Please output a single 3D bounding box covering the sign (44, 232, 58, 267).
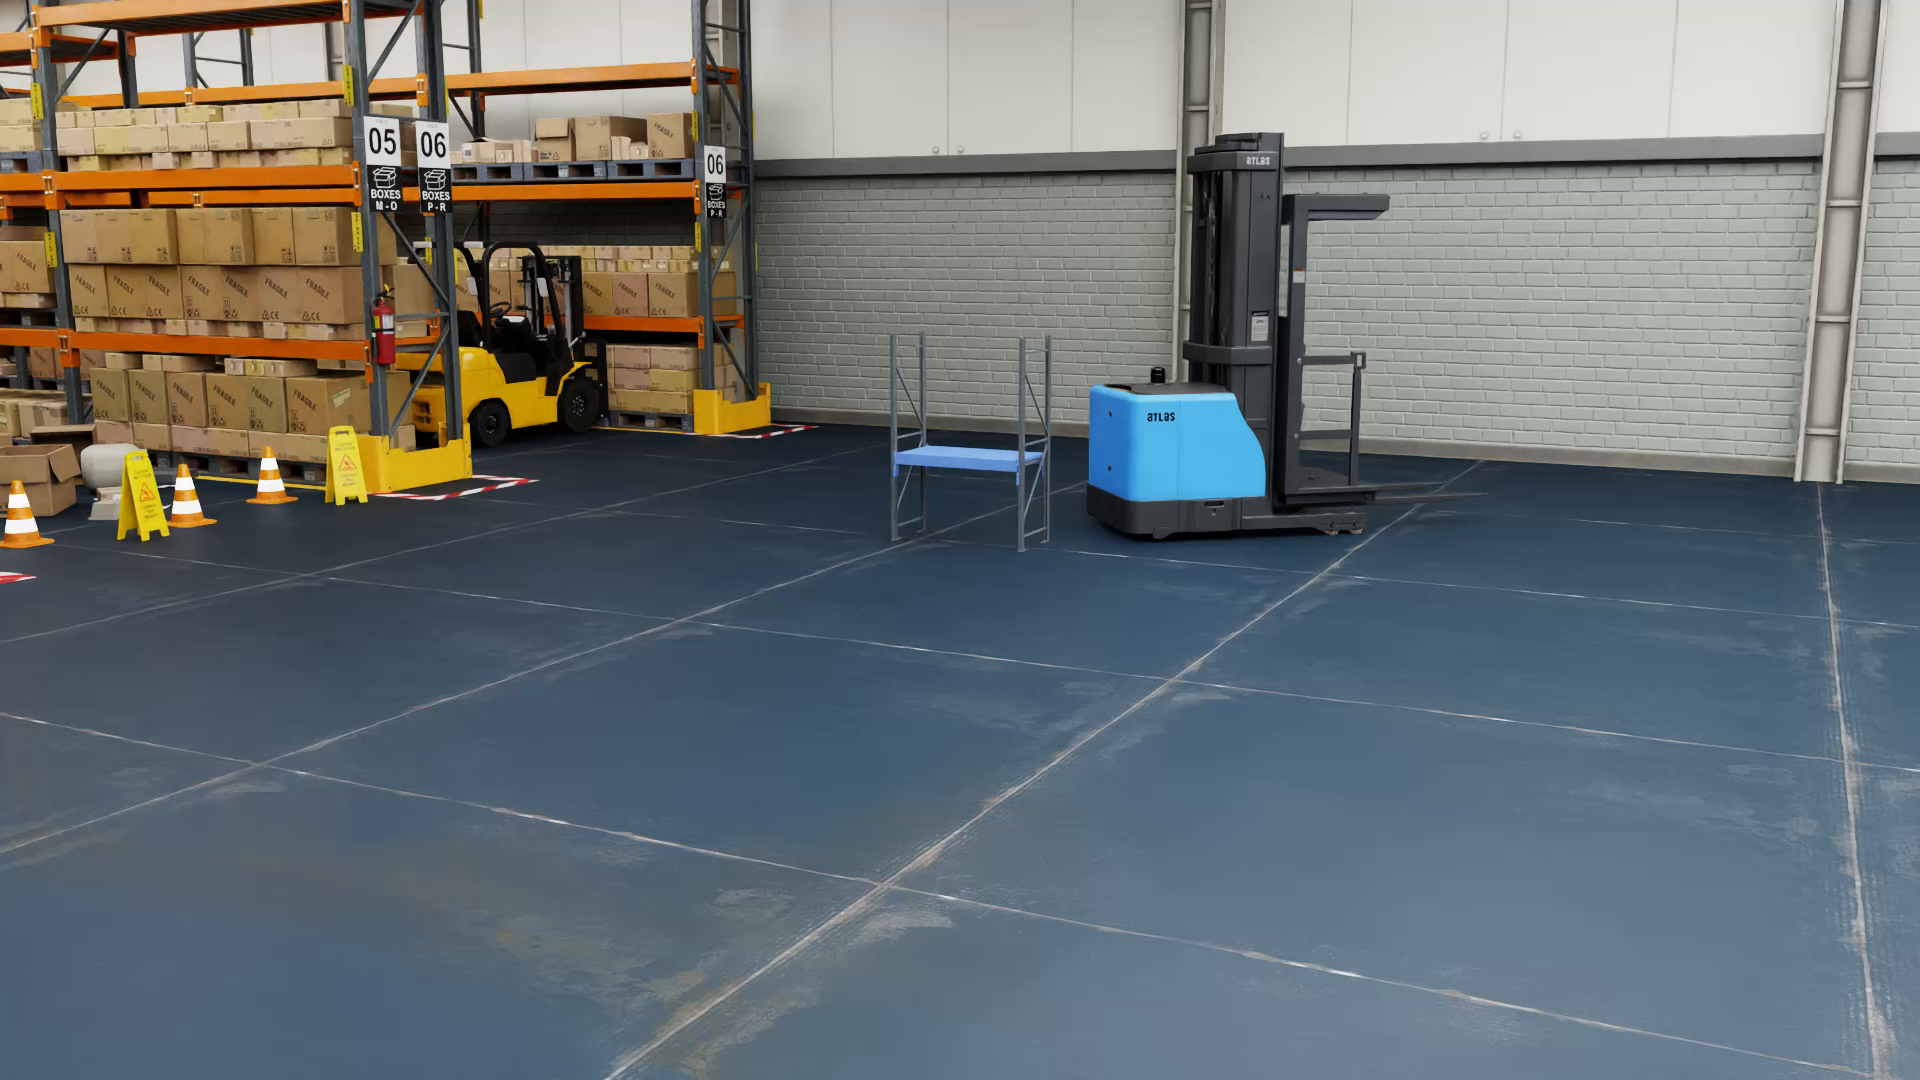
[{"bbox_3d":[-8.685,-2.774,15.886,0.005,0.325,0.100,5,11,26],"label":"sign"}]

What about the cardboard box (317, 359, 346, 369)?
[{"bbox_3d":[-8.090,-2.285,21.924,0.625,0.625,0.875,5,11,23],"label":"cardboard box"}]

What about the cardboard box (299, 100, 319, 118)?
[{"bbox_3d":[-5.504,-3.729,14.456,0.250,0.149,0.380,5,12,27],"label":"cardboard box"}]

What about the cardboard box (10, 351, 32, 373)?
[{"bbox_3d":[-13.912,-2.690,25.044,0.500,0.311,0.500,5,12,28],"label":"cardboard box"}]

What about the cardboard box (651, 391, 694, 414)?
[{"bbox_3d":[-3.224,-1.612,19.254,0.500,0.250,0.500,5,11,26],"label":"cardboard box"}]

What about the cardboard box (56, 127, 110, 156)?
[{"bbox_3d":[-8.169,-3.764,15.767,0.500,0.250,0.500,5,11,25],"label":"cardboard box"}]

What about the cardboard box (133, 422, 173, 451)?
[{"bbox_3d":[-7.549,-1.017,15.971,0.500,0.250,0.500,6,12,29],"label":"cardboard box"}]

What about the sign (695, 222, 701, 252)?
[{"bbox_3d":[-2.915,-3.372,18.524,0.005,0.325,0.100,5,11,26],"label":"sign"}]

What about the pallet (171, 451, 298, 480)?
[{"bbox_3d":[-6.727,-0.778,15.938,1.213,0.211,1.003,5,11,26],"label":"pallet"}]

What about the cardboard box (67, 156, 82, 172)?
[{"bbox_3d":[-8.270,-3.582,15.880,0.250,0.149,0.380,5,11,25],"label":"cardboard box"}]

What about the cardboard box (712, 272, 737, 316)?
[{"bbox_3d":[-2.984,-2.904,19.573,0.500,0.500,0.500,5,12,28],"label":"cardboard box"}]

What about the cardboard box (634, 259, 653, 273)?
[{"bbox_3d":[-3.545,-3.168,19.210,0.250,0.149,0.380,5,12,27],"label":"cardboard box"}]

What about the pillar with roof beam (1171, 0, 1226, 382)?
[{"bbox_3d":[0.588,-4.762,13.274,0.400,9.000,9.100,5,11,26],"label":"pillar with roof beam"}]

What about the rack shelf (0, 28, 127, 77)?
[{"bbox_3d":[-10.236,-4.852,16.917,4.000,0.370,1.077,5,11,26],"label":"rack shelf"}]

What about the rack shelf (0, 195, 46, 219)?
[{"bbox_3d":[-15.218,-4.997,25.013,4.000,0.370,1.077,5,11,26],"label":"rack shelf"}]

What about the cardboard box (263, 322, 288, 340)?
[{"bbox_3d":[-6.027,-1.891,14.964,0.250,0.149,0.380,5,12,27],"label":"cardboard box"}]

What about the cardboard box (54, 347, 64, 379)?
[{"bbox_3d":[-12.608,-2.579,23.899,0.500,0.500,0.500,5,11,25],"label":"cardboard box"}]

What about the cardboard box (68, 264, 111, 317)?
[{"bbox_3d":[-8.171,-2.410,16.008,0.500,0.500,0.500,5,11,26],"label":"cardboard box"}]

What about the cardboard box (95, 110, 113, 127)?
[{"bbox_3d":[-7.826,-3.923,15.529,0.250,0.149,0.380,5,11,24],"label":"cardboard box"}]

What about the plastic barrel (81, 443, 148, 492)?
[{"bbox_3d":[-7.378,-0.632,14.532,0.512,0.421,0.421,-4,11,-23],"label":"plastic barrel"}]

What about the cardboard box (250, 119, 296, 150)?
[{"bbox_3d":[-5.878,-3.566,14.676,0.500,0.250,0.500,5,11,25],"label":"cardboard box"}]

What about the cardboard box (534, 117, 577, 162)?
[{"bbox_3d":[-4.549,-4.699,19.599,0.637,0.503,0.797,5,12,28],"label":"cardboard box"}]

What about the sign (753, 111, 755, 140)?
[{"bbox_3d":[-2.412,-4.805,19.256,0.005,0.325,0.100,5,11,26],"label":"sign"}]

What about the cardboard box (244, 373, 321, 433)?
[{"bbox_3d":[-6.159,-1.263,15.223,0.500,0.500,0.500,6,12,28],"label":"cardboard box"}]

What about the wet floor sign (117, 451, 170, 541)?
[{"bbox_3d":[-6.053,-0.335,12.271,0.232,0.644,0.267,3,11,16],"label":"wet floor sign"}]

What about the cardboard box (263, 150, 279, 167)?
[{"bbox_3d":[-5.958,-3.386,14.797,0.250,0.149,0.380,5,11,26],"label":"cardboard box"}]

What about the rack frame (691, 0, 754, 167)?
[{"bbox_3d":[-2.663,-5.724,18.587,0.127,3.000,1.000,5,11,26],"label":"rack frame"}]

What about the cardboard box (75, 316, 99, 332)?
[{"bbox_3d":[-8.302,-2.094,16.083,0.250,0.149,0.380,5,11,26],"label":"cardboard box"}]

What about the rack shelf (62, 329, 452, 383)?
[{"bbox_3d":[-6.649,-1.782,15.674,4.000,0.370,1.077,5,11,26],"label":"rack shelf"}]

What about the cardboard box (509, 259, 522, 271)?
[{"bbox_3d":[-5.178,-3.300,19.936,0.250,0.149,0.380,5,11,25],"label":"cardboard box"}]

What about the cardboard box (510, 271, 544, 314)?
[{"bbox_3d":[-5.038,-2.981,19.998,0.500,0.500,0.500,5,11,25],"label":"cardboard box"}]

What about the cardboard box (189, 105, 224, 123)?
[{"bbox_3d":[-6.680,-3.818,14.948,0.250,0.149,0.380,5,12,27],"label":"cardboard box"}]

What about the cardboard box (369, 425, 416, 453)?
[{"bbox_3d":[-5.457,-0.940,15.542,0.500,0.250,0.500,5,11,25],"label":"cardboard box"}]

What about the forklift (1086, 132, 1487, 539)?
[{"bbox_3d":[2.560,-1.568,12.664,3.031,2.935,1.130,-3,11,-14],"label":"forklift"}]

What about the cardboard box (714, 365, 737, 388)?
[{"bbox_3d":[-2.992,-1.941,19.672,0.500,0.250,0.500,5,12,27],"label":"cardboard box"}]

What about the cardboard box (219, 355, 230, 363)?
[{"bbox_3d":[-10.311,-2.378,22.784,0.500,0.500,0.500,5,12,27],"label":"cardboard box"}]

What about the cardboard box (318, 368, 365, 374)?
[{"bbox_3d":[-5.949,-1.351,15.709,0.500,0.500,0.500,5,11,24],"label":"cardboard box"}]

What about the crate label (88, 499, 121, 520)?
[{"bbox_3d":[-6.731,-0.246,13.203,0.298,0.136,0.250,-1,10,-4],"label":"crate label"}]

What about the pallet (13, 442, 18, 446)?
[{"bbox_3d":[-10.240,-1.079,17.597,1.213,0.211,1.003,5,11,26],"label":"pallet"}]

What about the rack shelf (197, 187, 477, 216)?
[{"bbox_3d":[-8.043,-4.366,21.530,4.000,0.370,1.077,5,11,26],"label":"rack shelf"}]

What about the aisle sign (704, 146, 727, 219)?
[{"bbox_3d":[-2.734,-3.999,18.602,0.004,0.787,0.394,5,11,26],"label":"aisle sign"}]

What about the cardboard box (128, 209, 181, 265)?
[{"bbox_3d":[-7.257,-2.824,15.489,0.500,0.500,0.700,5,11,25],"label":"cardboard box"}]

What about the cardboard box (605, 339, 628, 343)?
[{"bbox_3d":[-4.360,-2.307,20.286,0.500,0.250,0.500,5,11,25],"label":"cardboard box"}]

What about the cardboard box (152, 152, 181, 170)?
[{"bbox_3d":[-7.154,-3.467,15.245,0.250,0.149,0.380,5,11,25],"label":"cardboard box"}]

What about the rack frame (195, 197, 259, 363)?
[{"bbox_3d":[-9.837,-3.402,22.604,0.127,3.000,1.000,5,11,26],"label":"rack frame"}]

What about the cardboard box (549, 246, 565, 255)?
[{"bbox_3d":[-4.673,-3.423,19.785,0.250,0.149,0.380,5,11,26],"label":"cardboard box"}]

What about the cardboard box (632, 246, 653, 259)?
[{"bbox_3d":[-3.559,-3.312,19.168,0.250,0.149,0.380,5,12,27],"label":"cardboard box"}]

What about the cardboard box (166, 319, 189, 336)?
[{"bbox_3d":[-7.159,-1.992,15.518,0.250,0.149,0.380,5,11,26],"label":"cardboard box"}]

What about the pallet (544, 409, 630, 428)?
[{"bbox_3d":[-4.457,-1.549,20.198,1.213,0.211,1.003,5,11,26],"label":"pallet"}]

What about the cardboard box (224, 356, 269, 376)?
[{"bbox_3d":[-6.508,-1.601,15.270,0.250,0.149,0.380,6,12,28],"label":"cardboard box"}]

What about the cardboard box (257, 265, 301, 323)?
[{"bbox_3d":[-5.911,-2.213,14.919,0.500,0.500,0.500,5,11,26],"label":"cardboard box"}]

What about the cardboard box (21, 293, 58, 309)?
[{"bbox_3d":[-9.026,-2.373,16.446,0.250,0.149,0.380,5,11,27],"label":"cardboard box"}]

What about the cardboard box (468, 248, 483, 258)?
[{"bbox_3d":[-5.813,-3.526,20.350,0.250,0.149,0.380,5,11,27],"label":"cardboard box"}]

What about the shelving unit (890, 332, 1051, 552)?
[{"bbox_3d":[0.077,-0.731,12.060,1.048,1.500,0.538,5,11,26],"label":"shelving unit"}]
